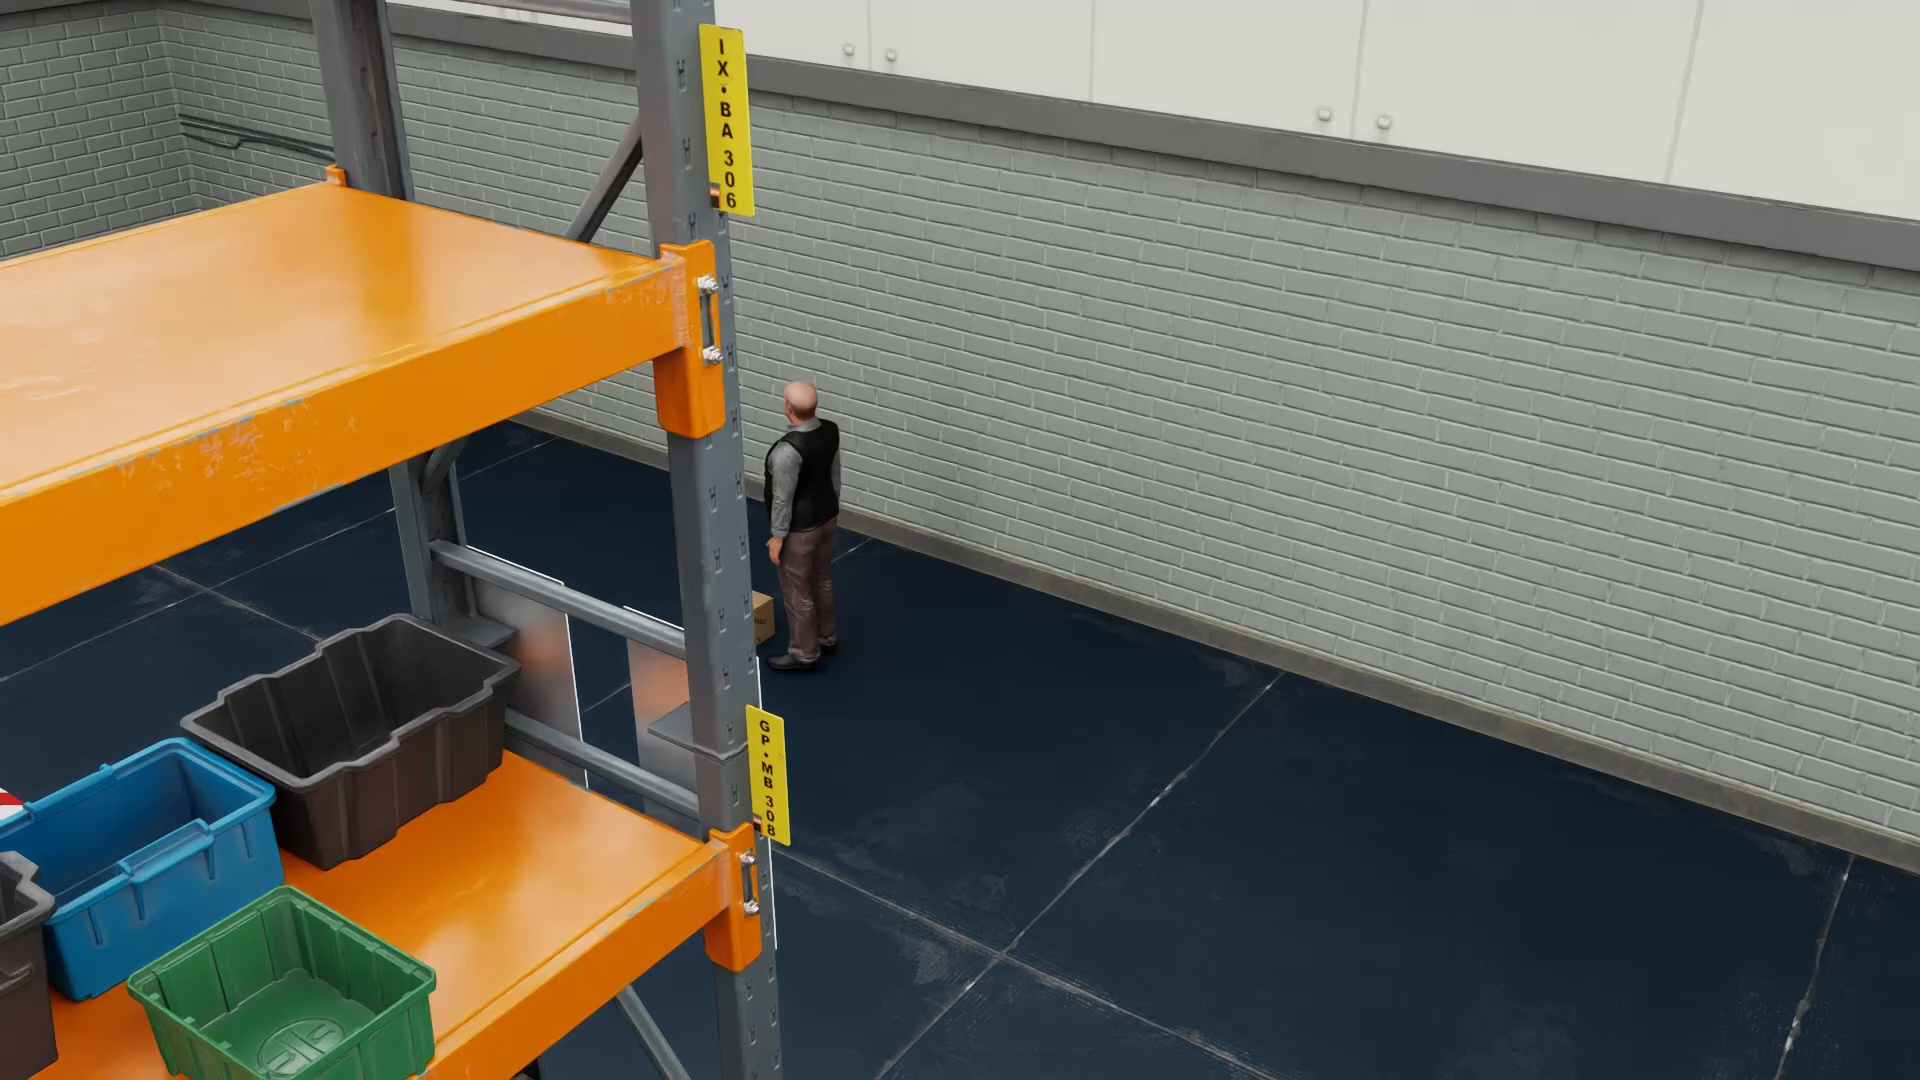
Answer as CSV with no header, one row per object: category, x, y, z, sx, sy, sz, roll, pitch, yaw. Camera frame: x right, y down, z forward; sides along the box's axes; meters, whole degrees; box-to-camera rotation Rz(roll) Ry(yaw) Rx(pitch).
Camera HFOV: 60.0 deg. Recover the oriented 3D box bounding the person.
person,-0.892,-0.085,9.308,0.378,1.726,0.548,15,30,27
